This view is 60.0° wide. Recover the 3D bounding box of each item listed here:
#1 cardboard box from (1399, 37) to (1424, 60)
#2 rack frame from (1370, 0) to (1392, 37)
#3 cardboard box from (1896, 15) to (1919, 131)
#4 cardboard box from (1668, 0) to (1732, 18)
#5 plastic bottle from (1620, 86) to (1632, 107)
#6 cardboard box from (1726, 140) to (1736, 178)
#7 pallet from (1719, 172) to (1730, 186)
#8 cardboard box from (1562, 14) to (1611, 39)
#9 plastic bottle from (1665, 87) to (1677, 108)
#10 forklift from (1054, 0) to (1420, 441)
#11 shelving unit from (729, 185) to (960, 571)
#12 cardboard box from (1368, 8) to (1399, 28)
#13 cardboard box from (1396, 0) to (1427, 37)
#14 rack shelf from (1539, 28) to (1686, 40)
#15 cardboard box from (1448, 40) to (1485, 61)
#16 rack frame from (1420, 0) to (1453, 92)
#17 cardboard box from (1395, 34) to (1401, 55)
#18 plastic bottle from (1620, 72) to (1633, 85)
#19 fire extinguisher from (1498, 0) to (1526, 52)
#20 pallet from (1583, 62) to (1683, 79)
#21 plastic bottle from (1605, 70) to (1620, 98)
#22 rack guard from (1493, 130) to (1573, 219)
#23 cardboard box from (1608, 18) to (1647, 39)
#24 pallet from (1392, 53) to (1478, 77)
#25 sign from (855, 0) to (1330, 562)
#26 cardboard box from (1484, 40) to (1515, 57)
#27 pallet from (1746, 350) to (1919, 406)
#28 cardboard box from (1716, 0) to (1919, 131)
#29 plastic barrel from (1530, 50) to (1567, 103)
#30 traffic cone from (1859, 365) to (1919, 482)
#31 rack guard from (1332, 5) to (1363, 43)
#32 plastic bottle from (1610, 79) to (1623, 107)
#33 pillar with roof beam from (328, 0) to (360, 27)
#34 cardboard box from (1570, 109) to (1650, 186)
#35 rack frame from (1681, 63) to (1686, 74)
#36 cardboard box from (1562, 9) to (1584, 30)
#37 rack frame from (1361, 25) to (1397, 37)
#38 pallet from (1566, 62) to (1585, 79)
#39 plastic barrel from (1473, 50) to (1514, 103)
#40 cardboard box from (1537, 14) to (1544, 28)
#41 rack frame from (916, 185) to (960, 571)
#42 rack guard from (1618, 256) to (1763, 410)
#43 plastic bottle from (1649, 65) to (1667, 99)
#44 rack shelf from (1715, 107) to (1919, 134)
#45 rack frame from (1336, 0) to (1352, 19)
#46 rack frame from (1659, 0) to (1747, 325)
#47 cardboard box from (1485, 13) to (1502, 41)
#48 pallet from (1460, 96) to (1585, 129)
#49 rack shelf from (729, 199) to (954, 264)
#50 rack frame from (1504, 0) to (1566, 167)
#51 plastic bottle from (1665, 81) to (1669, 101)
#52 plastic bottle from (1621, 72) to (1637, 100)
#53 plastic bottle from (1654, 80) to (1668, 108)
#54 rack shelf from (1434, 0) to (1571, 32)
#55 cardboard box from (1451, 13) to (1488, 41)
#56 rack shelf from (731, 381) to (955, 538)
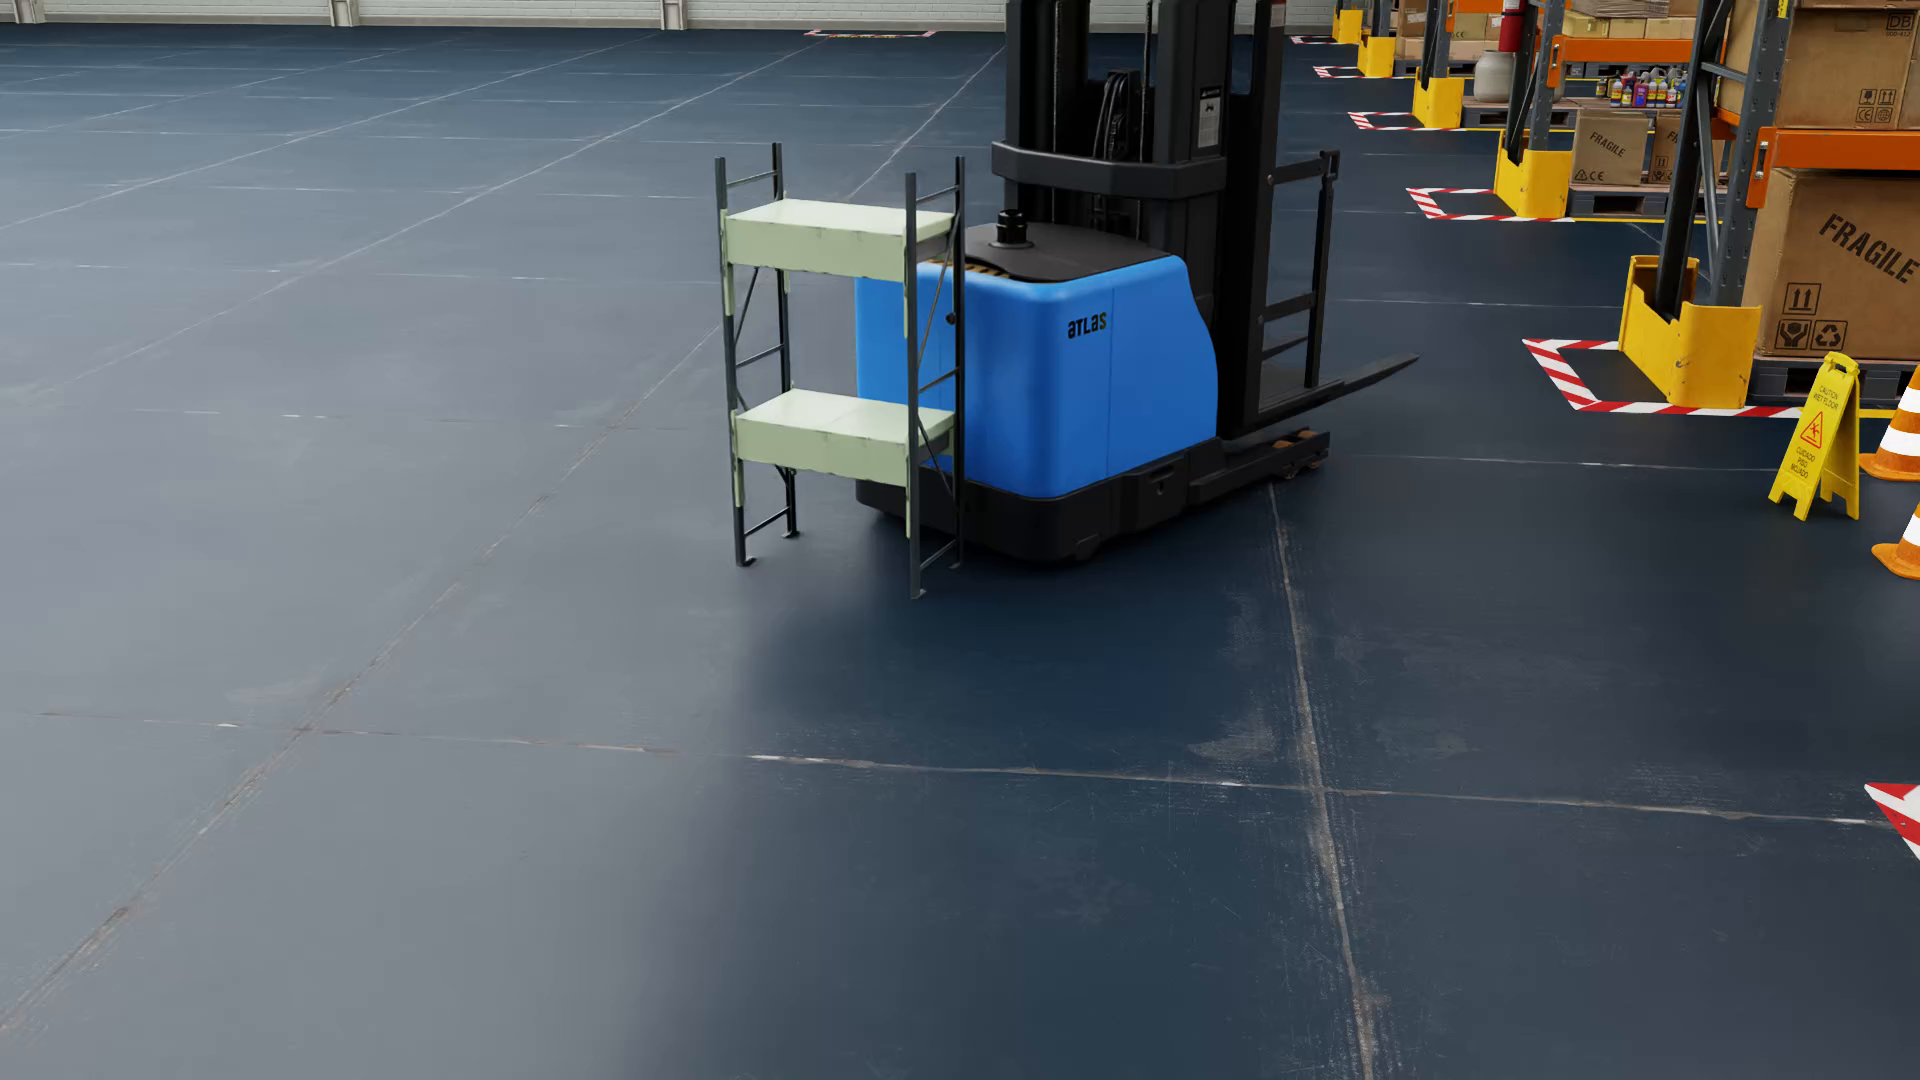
[{"bbox_3d":[6.087,-6.478,21.914,0.500,0.250,0.500,2,22,6],"label":"cardboard box"},{"bbox_3d":[5.581,-7.666,21.750,0.127,3.000,1.000,2,22,6],"label":"rack frame"},{"bbox_3d":[4.650,-2.297,7.966,0.550,0.550,0.875,2,22,6],"label":"cardboard box"},{"bbox_3d":[5.465,-4.222,12.499,0.500,0.500,0.875,2,22,6],"label":"cardboard box"},{"bbox_3d":[6.861,-4.564,17.112,0.097,0.201,0.097,0,22,0],"label":"plastic bottle"},{"bbox_3d":[6.247,-3.001,12.781,0.500,0.500,0.500,5,22,11],"label":"cardboard box"},{"bbox_3d":[6.498,-2.647,12.849,1.213,0.211,1.003,2,22,6],"label":"pallet"},{"bbox_3d":[4.666,-3.833,12.397,0.250,0.149,0.380,2,22,6],"label":"cardboard box"},{"bbox_3d":[7.296,-4.545,17.064,0.097,0.201,0.097,0,22,0],"label":"plastic bottle"},{"bbox_3d":[0.964,-1.735,6.841,1.121,2.935,3.031,19,29,40],"label":"forklift"},{"bbox_3d":[-0.404,-0.606,5.933,0.731,1.308,0.431,10,24,24],"label":"shelving unit"},{"bbox_3d":[6.837,-8.366,26.580,0.500,0.311,0.500,0,22,0],"label":"cardboard box"},{"bbox_3d":[6.148,-7.017,22.256,0.500,0.500,0.500,2,22,6],"label":"cardboard box"},{"bbox_3d":[6.397,-3.752,12.466,3.809,0.052,0.919,2,22,6],"label":"rack shelf"},{"bbox_3d":[6.584,-6.458,21.863,0.500,0.250,0.500,2,22,6],"label":"cardboard box"},{"bbox_3d":[4.994,-5.857,17.176,0.127,3.000,1.000,2,22,6],"label":"rack frame"},{"bbox_3d":[6.148,-6.667,22.392,0.500,0.250,0.500,2,22,6],"label":"cardboard box"},{"bbox_3d":[7.117,-4.855,17.747,0.135,0.276,0.152,3,22,7],"label":"plastic bottle"},{"bbox_3d":[4.352,-4.186,13.054,0.183,0.674,0.296,2,22,6],"label":"fire extinguisher"},{"bbox_3d":[8.768,-6.246,21.951,1.213,0.211,1.003,2,22,6],"label":"pallet"},{"bbox_3d":[6.988,-4.881,17.802,0.133,0.283,0.061,3,22,8],"label":"plastic bottle"},{"bbox_3d":[4.487,-2.883,13.053,0.348,0.500,1.175,2,22,6],"label":"rack guard"},{"bbox_3d":[4.912,-3.815,12.352,0.250,0.149,0.380,2,22,6],"label":"cardboard box"},{"bbox_3d":[6.345,-6.351,22.218,1.213,0.211,1.003,2,22,6],"label":"pallet"},{"bbox_3d":[0.563,-1.533,6.473,2.025,2.768,2.177,2,22,6],"label":"sign"},{"bbox_3d":[7.081,-6.436,21.808,0.500,0.250,0.500,2,22,6],"label":"cardboard box"},{"bbox_3d":[4.531,-0.940,8.530,1.213,0.211,1.003,2,22,6],"label":"pallet"},{"bbox_3d":[4.101,-2.313,8.006,0.550,0.550,0.875,2,22,6],"label":"cardboard box"},{"bbox_3d":[6.155,-4.874,17.500,0.421,0.512,0.421,0,22,0],"label":"plastic barrel"},{"bbox_3d":[4.088,-0.521,7.129,0.334,0.463,0.336,2,22,6],"label":"traffic cone"},{"bbox_3d":[6.236,-8.309,26.776,0.348,0.500,1.175,2,22,6],"label":"rack guard"},{"bbox_3d":[6.758,-4.601,17.110,0.097,0.271,0.097,0,22,0],"label":"plastic bottle"},{"bbox_3d":[-11.424,-11.757,23.939,0.400,9.000,9.100,2,22,6],"label":"pillar with roof beam"},{"bbox_3d":[5.029,-3.049,12.900,0.500,0.500,0.500,7,23,16],"label":"cardboard box"},{"bbox_3d":[9.553,-7.493,21.312,0.127,3.000,1.000,2,22,6],"label":"rack frame"},{"bbox_3d":[4.719,-3.995,12.807,0.250,0.149,0.380,2,22,6],"label":"cardboard box"},{"bbox_3d":[7.038,-8.126,26.708,1.213,0.211,1.003,2,22,6],"label":"rack frame"},{"bbox_3d":[7.553,-6.298,22.082,1.213,0.211,1.003,2,22,6],"label":"pallet"},{"bbox_3d":[5.657,-4.895,17.555,0.421,0.512,0.421,0,22,0],"label":"plastic barrel"},{"bbox_3d":[7.577,-6.761,21.610,0.500,0.500,0.500,2,22,6],"label":"cardboard box"},{"bbox_3d":[-0.080,-0.548,5.785,0.010,1.308,0.380,10,24,24],"label":"rack frame"},{"bbox_3d":[3.703,-1.081,8.495,0.348,0.500,1.175,2,22,6],"label":"rack guard"},{"bbox_3d":[7.419,-4.878,17.703,0.185,0.351,0.144,3,22,9],"label":"plastic bottle"},{"bbox_3d":[5.713,-1.946,7.897,3.809,0.052,0.919,2,22,6],"label":"rack shelf"},{"bbox_3d":[5.579,-8.976,21.245,0.127,5.808,10.885,2,22,6],"label":"rack frame"},{"bbox_3d":[3.728,-2.244,8.035,0.053,2.616,0.949,2,22,6],"label":"rack frame"},{"bbox_3d":[7.082,-6.789,21.680,0.500,0.500,0.500,2,22,6],"label":"cardboard box"},{"bbox_3d":[5.881,-4.537,17.630,1.213,0.211,1.003,2,22,6],"label":"pallet"},{"bbox_3d":[-0.408,-1.061,5.756,0.686,0.124,0.368,10,24,24],"label":"rack shelf"},{"bbox_3d":[4.411,-4.049,12.602,0.127,3.000,1.000,2,22,6],"label":"rack frame"},{"bbox_3d":[7.449,-4.763,17.615,0.097,0.201,0.097,0,22,0],"label":"plastic bottle"},{"bbox_3d":[7.105,-4.820,17.647,0.133,0.283,0.061,2,22,6],"label":"plastic bottle"},{"bbox_3d":[7.198,-4.582,17.062,0.097,0.271,0.097,0,22,0],"label":"plastic bottle"},{"bbox_3d":[6.980,-5.436,17.089,4.000,0.370,1.077,2,22,6],"label":"rack shelf"},{"bbox_3d":[9.523,-6.671,21.382,6.424,0.500,0.536,2,22,6],"label":"cardboard box"},{"bbox_3d":[-0.408,-0.304,6.055,0.720,0.370,0.431,10,24,24],"label":"rack shelf"}]
